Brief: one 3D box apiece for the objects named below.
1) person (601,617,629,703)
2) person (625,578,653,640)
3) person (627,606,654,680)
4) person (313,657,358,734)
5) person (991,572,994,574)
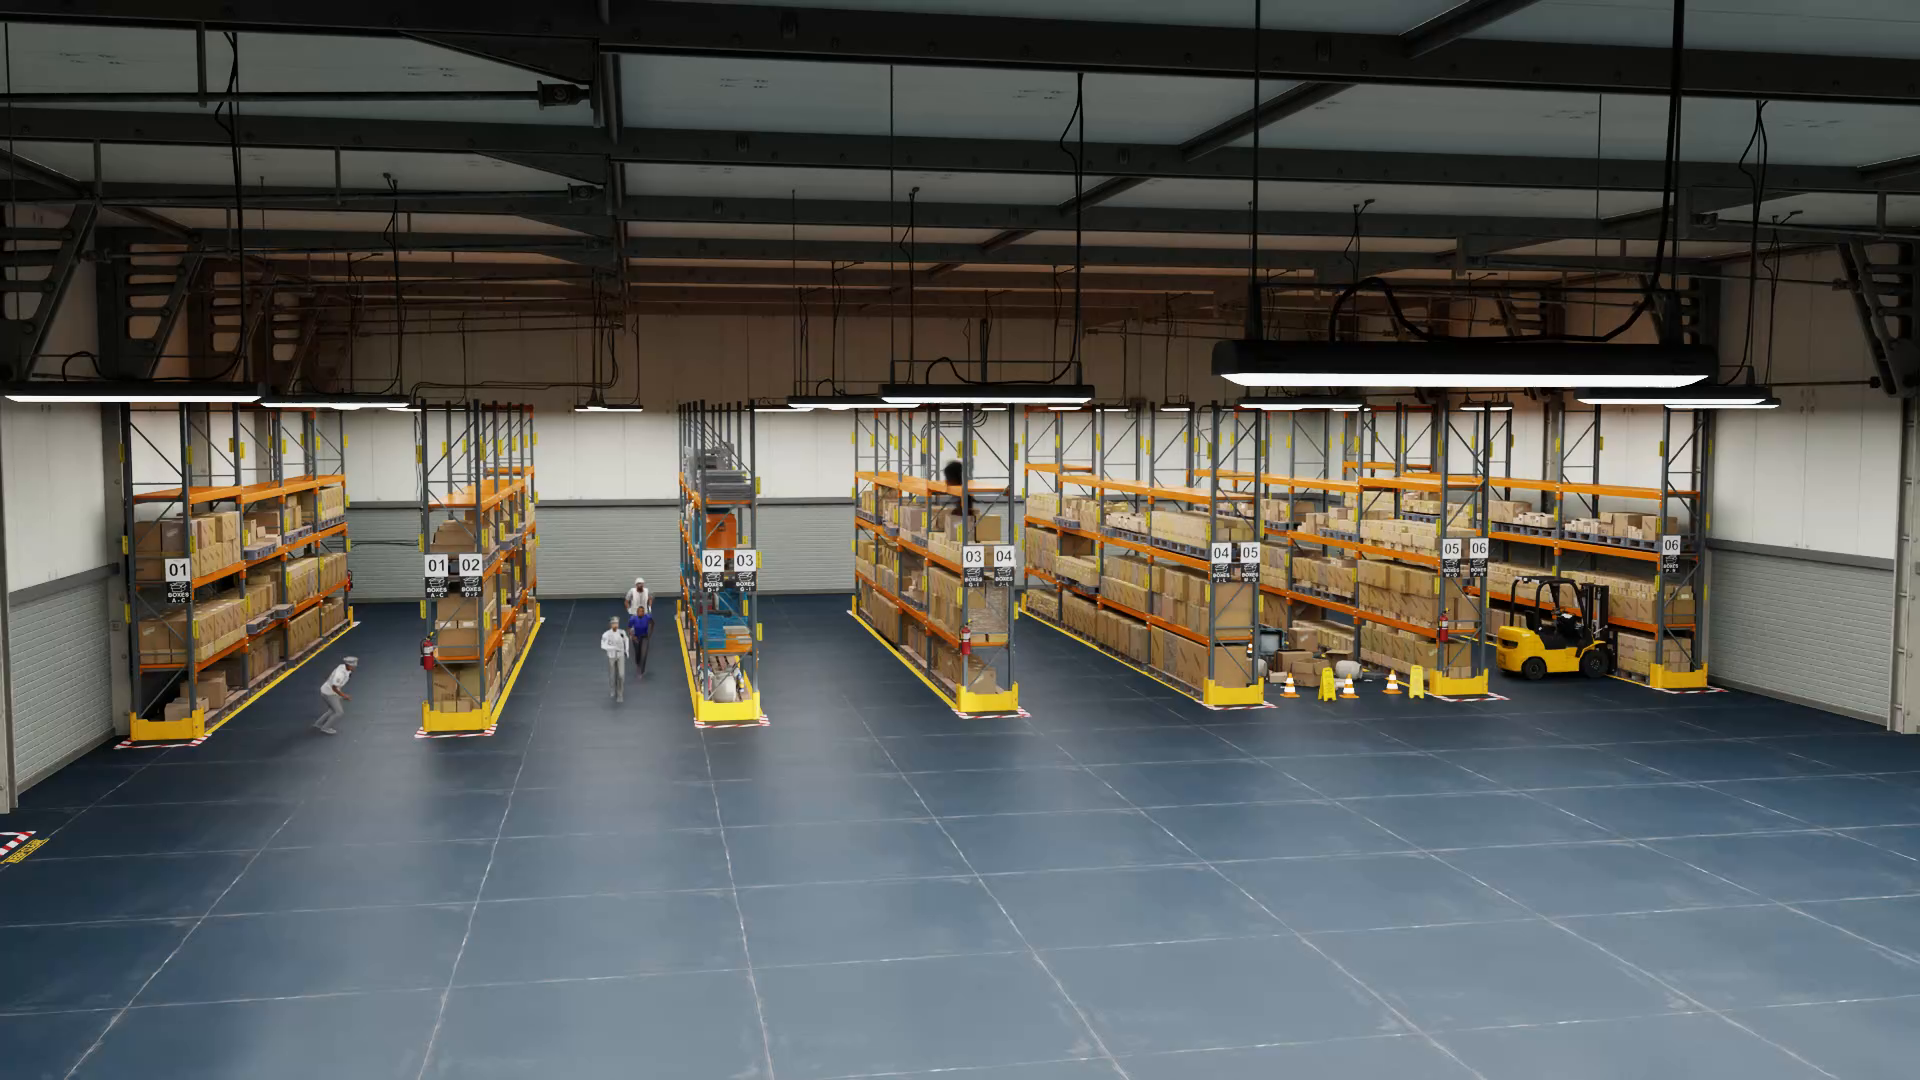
[{"bbox_3d":[-6.873,2.381,33.176,0.552,1.738,0.812,-1,4,-15],"label":"person"},{"bbox_3d":[-7.868,1.789,40.795,0.687,1.738,0.696,-2,5,-25],"label":"person"},{"bbox_3d":[-6.994,2.208,36.394,0.597,1.616,0.962,-1,5,-18],"label":"person"},{"bbox_3d":[-11.183,2.776,29.801,0.895,1.409,0.662,0,4,-6],"label":"person"},{"bbox_3d":[1.212,1.148,49.204,0.897,1.744,0.748,-4,6,-44],"label":"person"}]
